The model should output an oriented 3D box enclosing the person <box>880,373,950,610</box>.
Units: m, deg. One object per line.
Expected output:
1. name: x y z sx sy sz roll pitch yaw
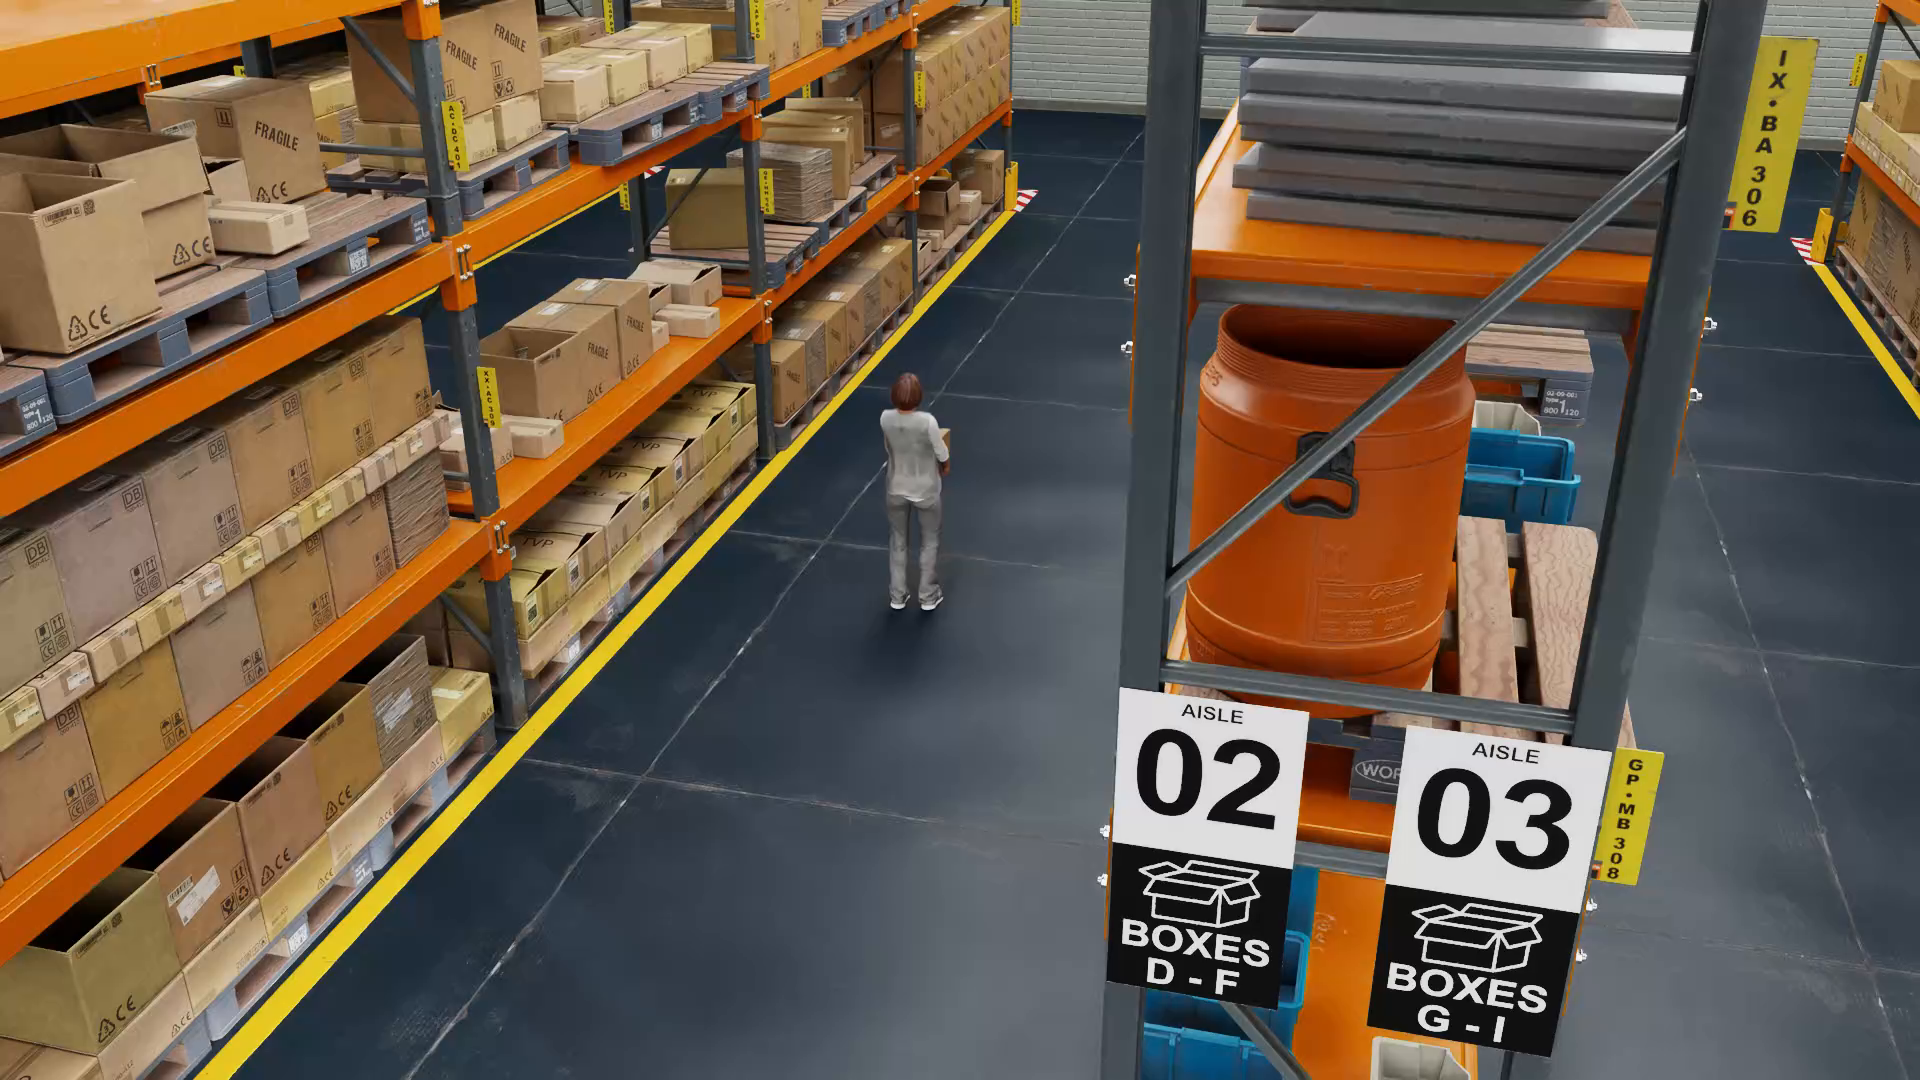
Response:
1. person: -0.266 -0.330 10.390 0.404 1.593 0.494 7 27 14
